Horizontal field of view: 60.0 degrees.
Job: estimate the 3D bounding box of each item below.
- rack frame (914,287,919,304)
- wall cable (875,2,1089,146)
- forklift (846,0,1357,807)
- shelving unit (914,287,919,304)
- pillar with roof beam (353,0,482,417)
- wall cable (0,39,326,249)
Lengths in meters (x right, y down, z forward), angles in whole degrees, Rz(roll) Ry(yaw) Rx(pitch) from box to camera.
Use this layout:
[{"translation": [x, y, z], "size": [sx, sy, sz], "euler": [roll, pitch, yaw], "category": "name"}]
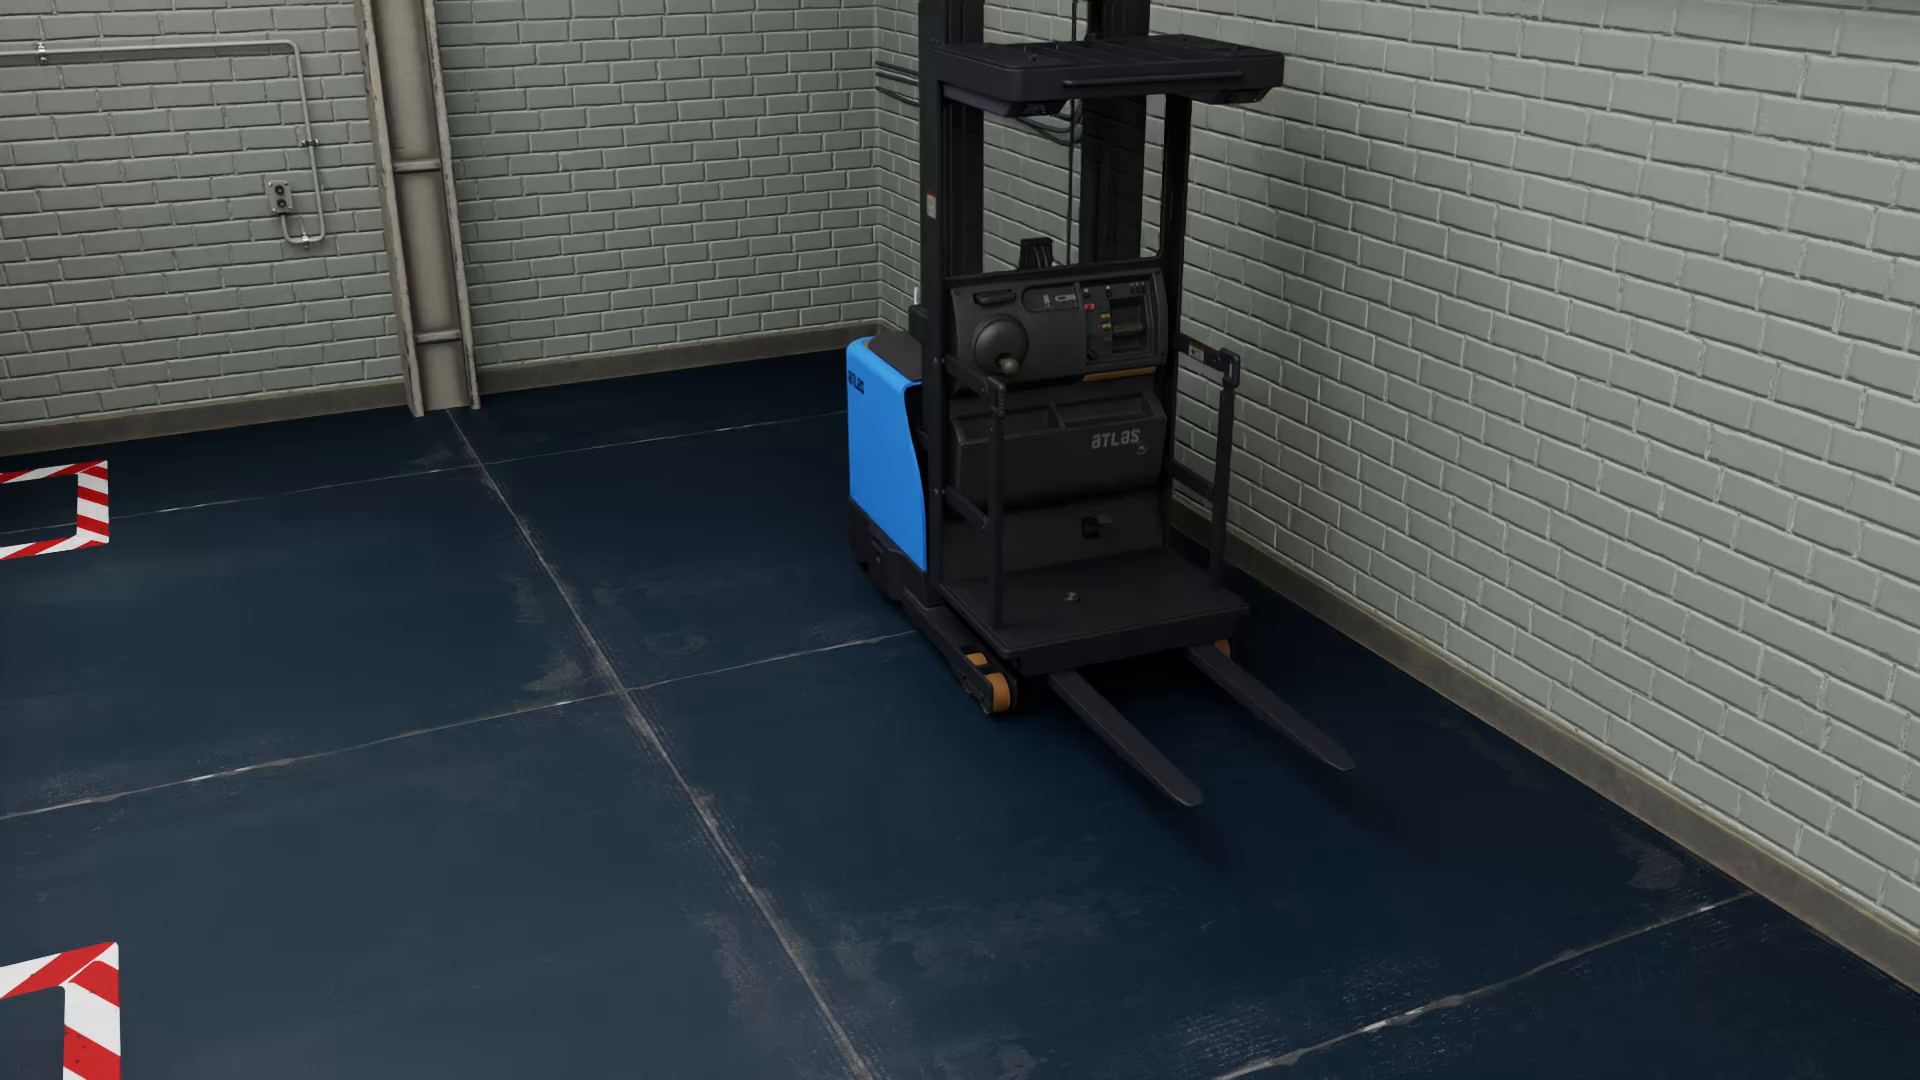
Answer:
[{"translation": [-0.169, -0.631, 8.205], "size": [0.015, 1.200, 0.240], "euler": [-9, 24, -21], "category": "rack frame"}, {"translation": [0.012, -3.622, 9.293], "size": [0.112, 2.526, 3.097], "euler": [-10, 25, -24], "category": "wall cable"}, {"translation": [0.490, -0.847, 6.463], "size": [1.130, 2.935, 3.031], "euler": [-9, 24, -21], "category": "forklift"}, {"translation": [0.056, -0.667, 8.292], "size": [0.503, 1.200, 0.258], "euler": [-9, 24, -21], "category": "shelving unit"}, {"translation": [-1.315, -3.504, 4.948], "size": [0.400, 9.000, 9.100], "euler": [-10, 25, -24], "category": "pillar with roof beam"}, {"translation": [-4.496, -2.477, 8.984], "size": [1.851, 1.984, 0.084], "euler": [-10, 25, -24], "category": "wall cable"}]
